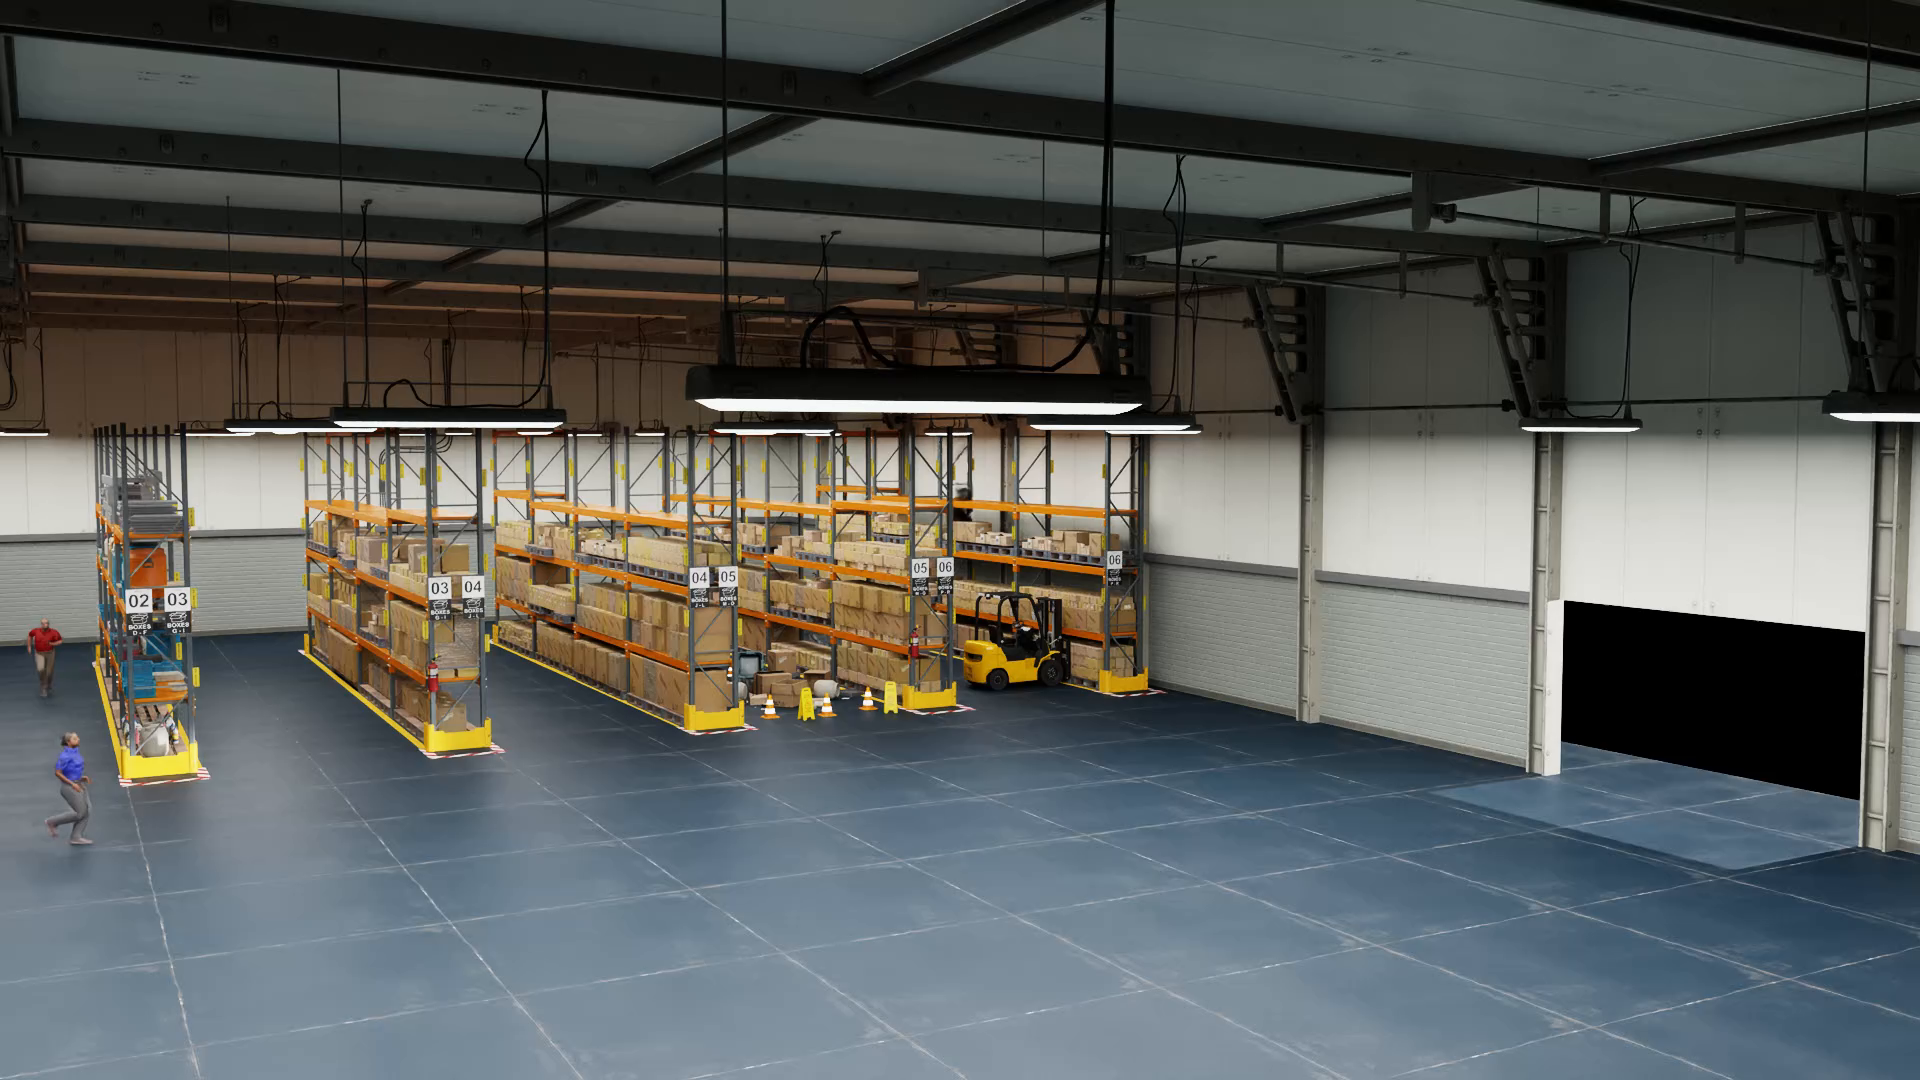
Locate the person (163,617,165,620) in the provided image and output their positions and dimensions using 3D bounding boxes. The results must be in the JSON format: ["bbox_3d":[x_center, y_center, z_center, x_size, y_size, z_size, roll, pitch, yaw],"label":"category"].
[{"bbox_3d":[-21.482,2.141,44.875,0.977,1.786,0.674,-1,4,-23],"label":"person"}]

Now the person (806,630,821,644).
[{"bbox_3d":[-3.950,2.246,44.672,0.546,1.562,0.496,-2,4,-34],"label":"person"}]

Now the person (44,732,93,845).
[{"bbox_3d":[-12.572,3.505,23.450,0.580,1.616,0.581,-1,4,-12],"label":"person"}]

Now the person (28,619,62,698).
[{"bbox_3d":[-20.442,2.629,37.164,0.686,1.779,0.876,-2,4,-26],"label":"person"}]
